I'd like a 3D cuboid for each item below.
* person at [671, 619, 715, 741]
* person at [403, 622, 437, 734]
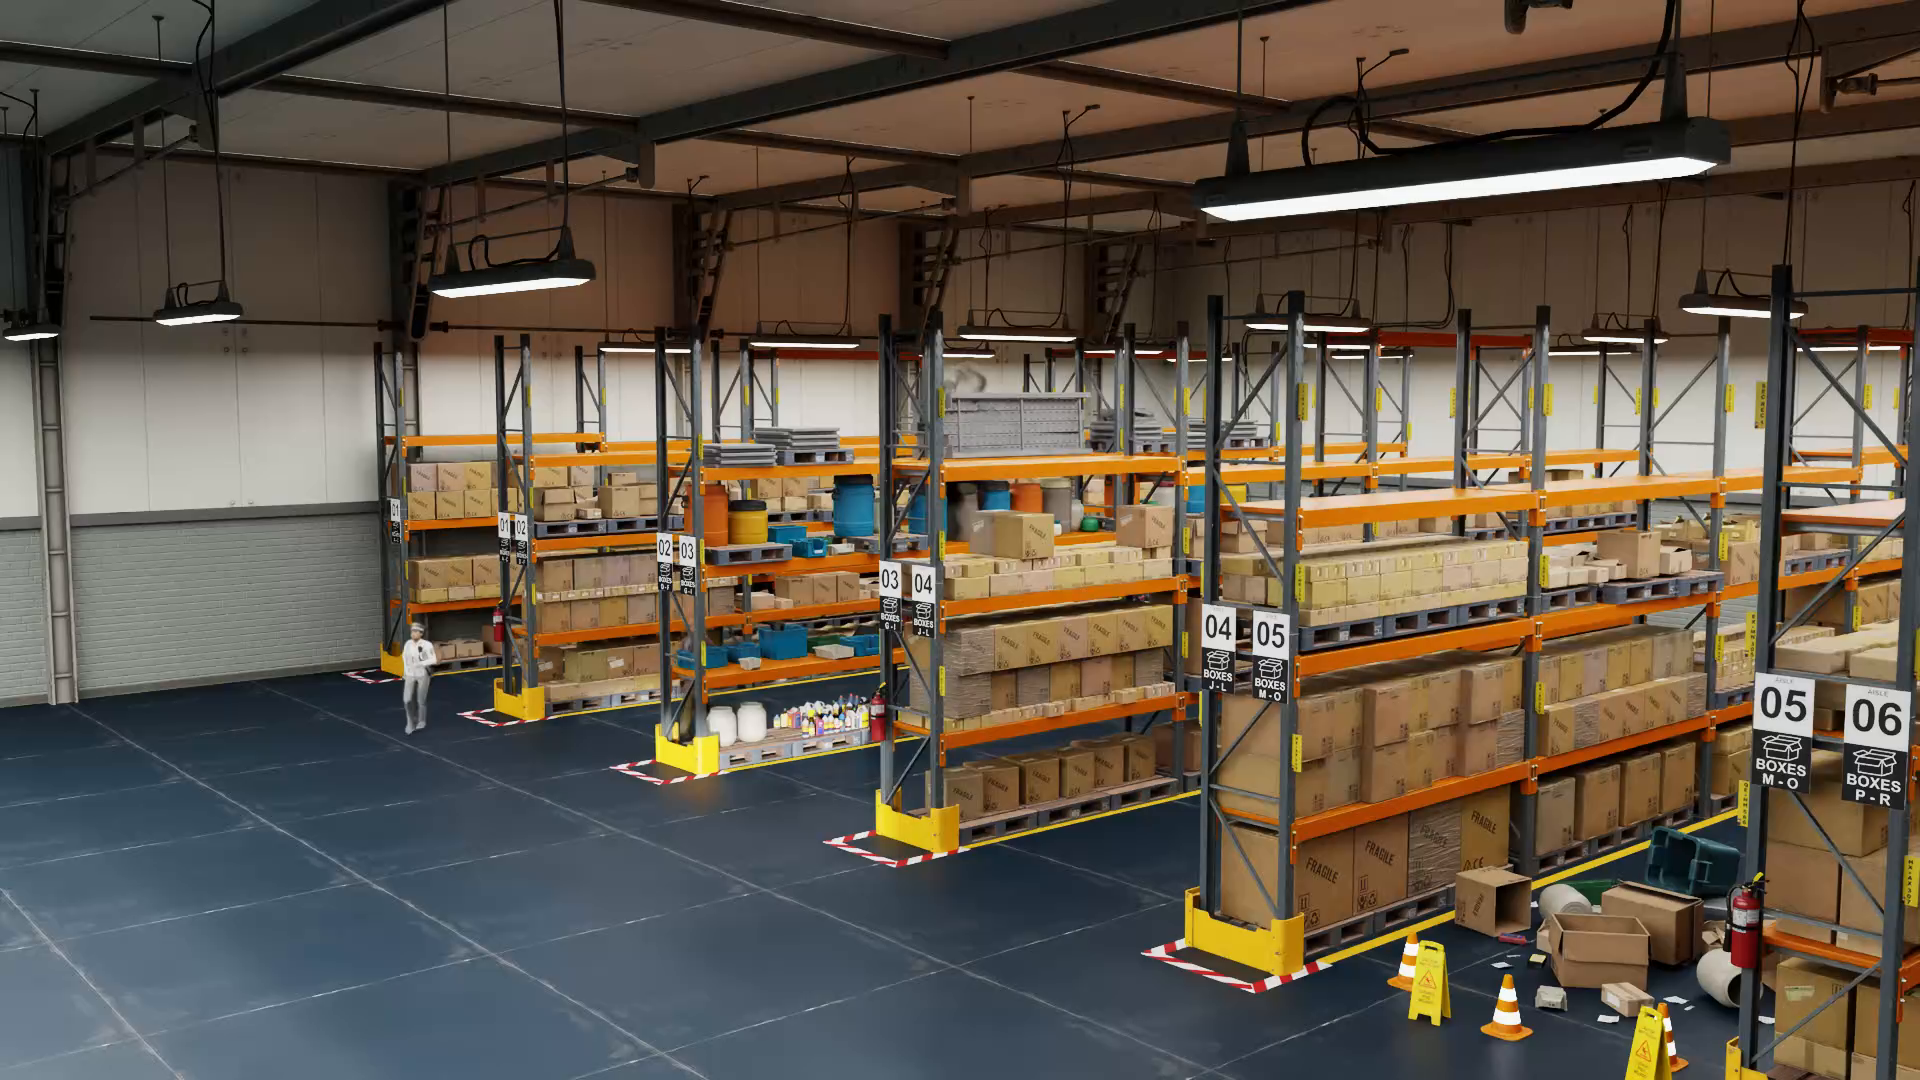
[{"bbox_3d":[-3.925,2.073,24.508,1.049,1.668,0.714,-5,7,-45],"label":"person"},{"bbox_3d":[-8.133,2.071,24.943,0.590,1.698,0.666,0,5,2],"label":"person"}]
